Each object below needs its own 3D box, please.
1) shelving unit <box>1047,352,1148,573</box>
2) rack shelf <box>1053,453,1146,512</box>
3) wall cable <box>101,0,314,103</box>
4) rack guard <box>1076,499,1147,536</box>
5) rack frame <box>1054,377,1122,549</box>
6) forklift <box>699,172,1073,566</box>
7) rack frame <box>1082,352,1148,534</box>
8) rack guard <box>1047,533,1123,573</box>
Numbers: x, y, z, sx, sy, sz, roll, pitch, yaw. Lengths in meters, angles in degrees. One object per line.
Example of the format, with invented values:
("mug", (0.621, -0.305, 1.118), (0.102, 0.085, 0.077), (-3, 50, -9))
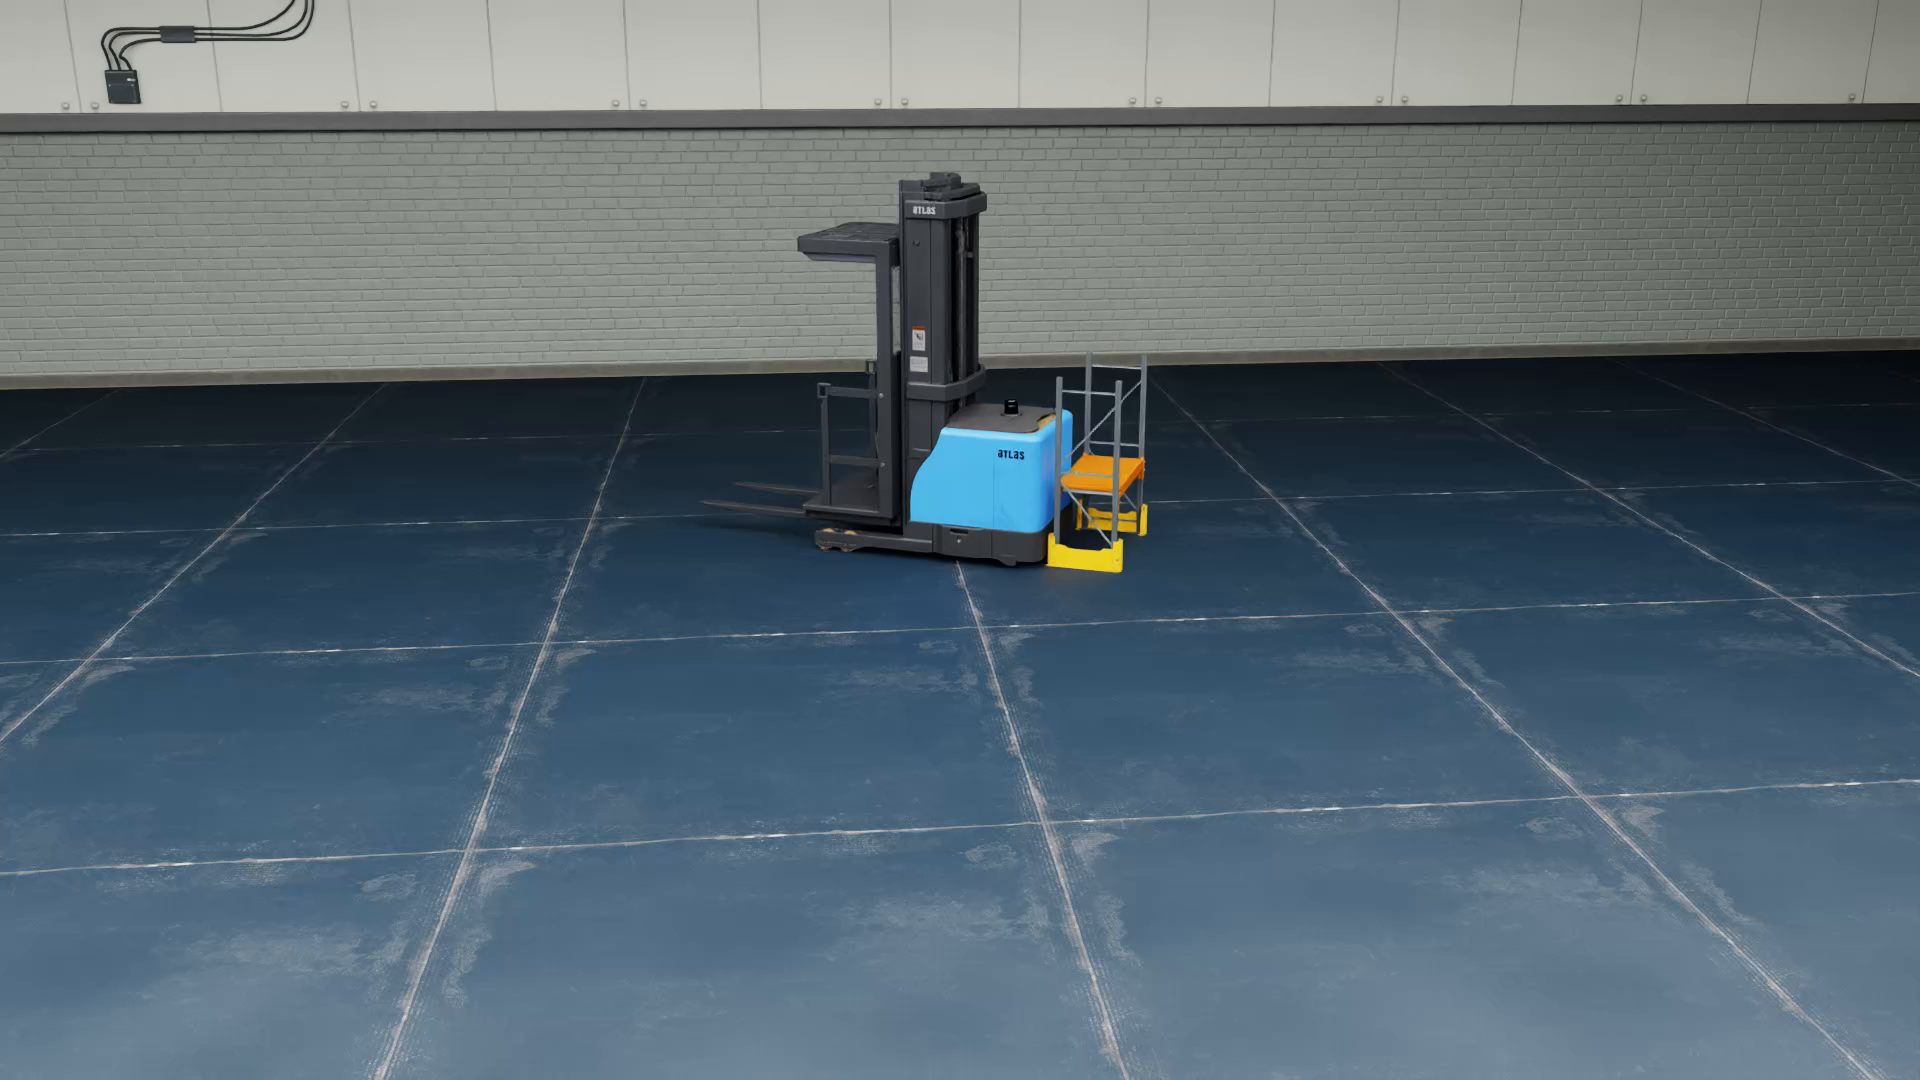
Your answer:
("shelving unit", (1.119, -0.640, 13.213), (0.587, 1.500, 1.083), (5, 18, 16))
("rack shelf", (1.121, -0.471, 13.275), (0.538, 0.185, 1.000), (5, 18, 16))
("wall cable", (-8.248, -7.729, 17.596), (2.305, 6.003, 0.169), (-2, 18, -6))
("rack guard", (1.264, -0.187, 13.854), (0.587, 0.250, 0.087), (5, 18, 16))
("rack frame", (0.973, -0.497, 12.757), (0.500, 1.500, 0.032), (5, 18, 16))
("forklift", (-0.649, -1.444, 13.385), (3.031, 2.935, 1.130), (6, 18, 18))
("rack frame", (1.269, -0.789, 13.685), (0.500, 1.500, 0.032), (5, 18, 16))
("rack guard", (0.974, 0.099, 12.945), (0.587, 0.250, 0.087), (5, 18, 16))
